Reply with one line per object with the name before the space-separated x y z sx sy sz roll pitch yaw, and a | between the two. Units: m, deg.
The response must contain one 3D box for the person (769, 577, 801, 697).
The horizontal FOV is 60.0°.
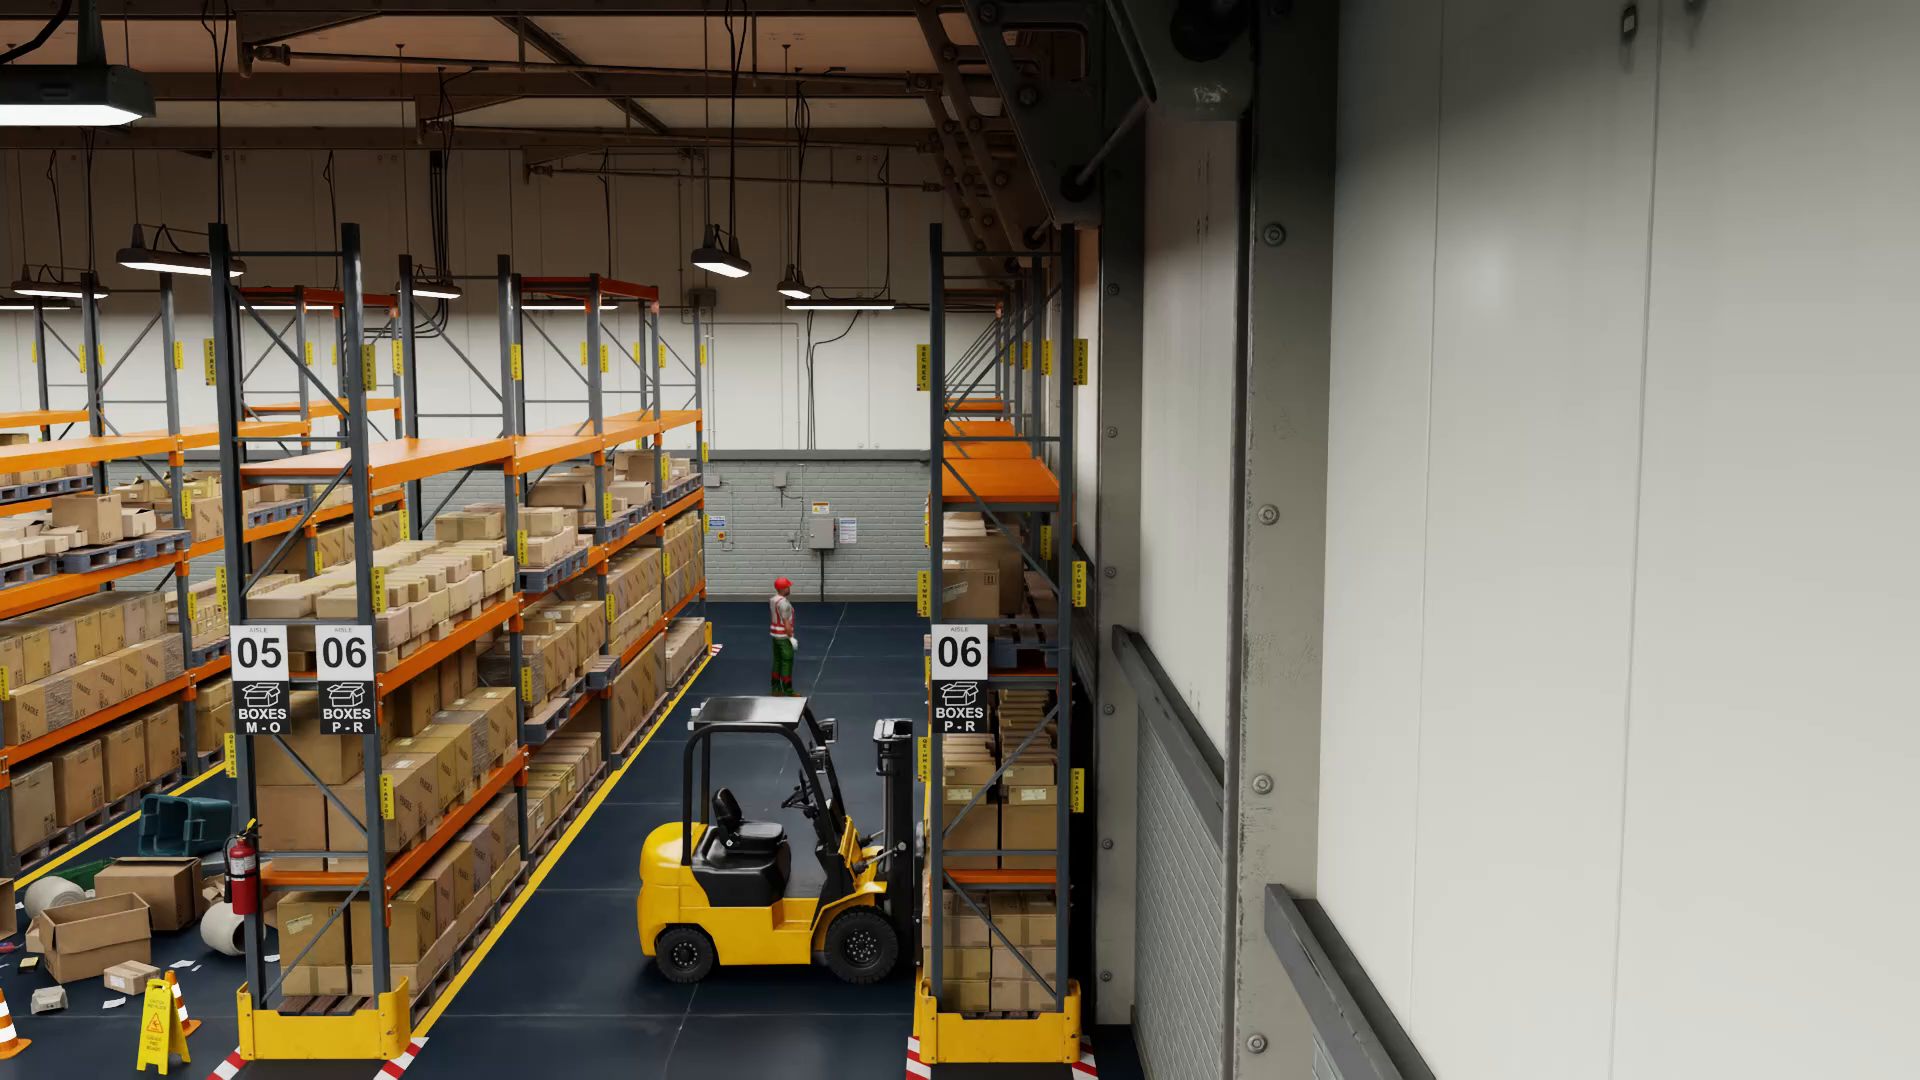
person | -2.562 1.437 24.374 0.404 1.805 0.579 -4 8 -29
